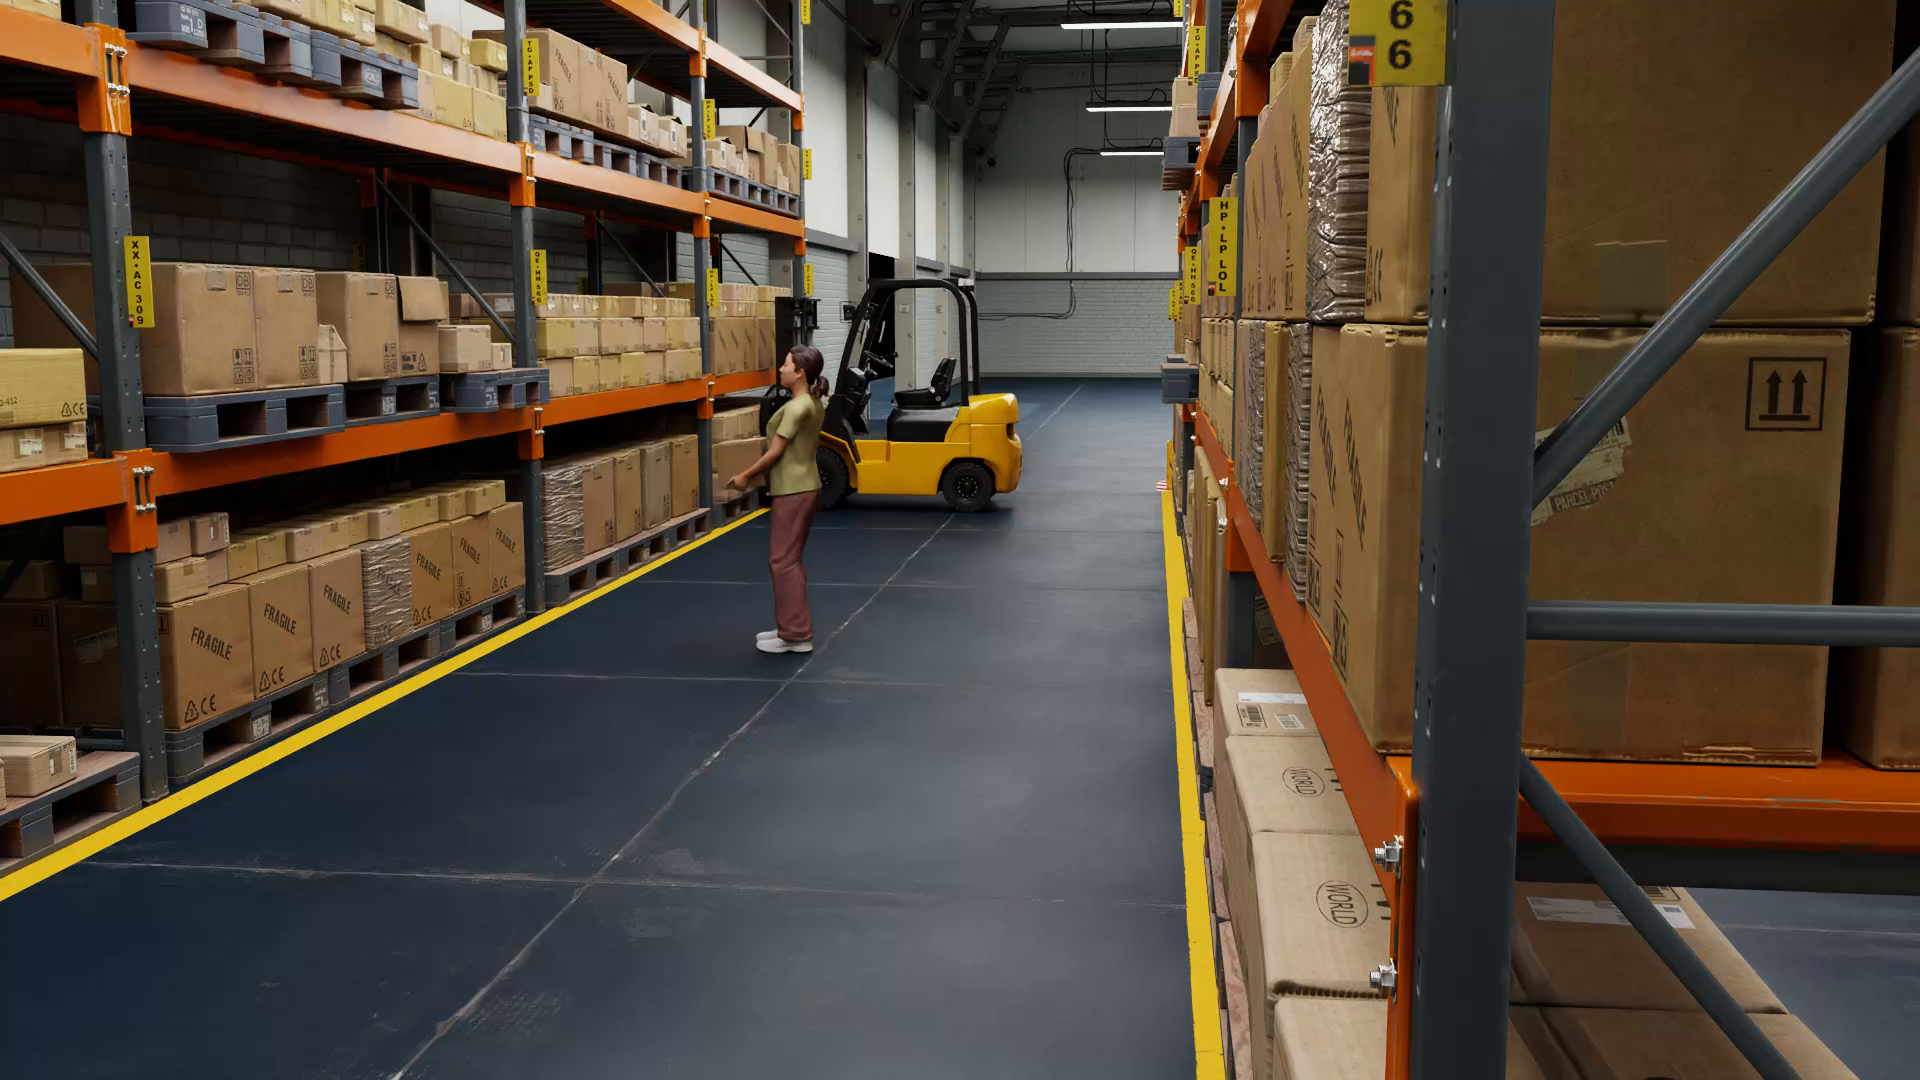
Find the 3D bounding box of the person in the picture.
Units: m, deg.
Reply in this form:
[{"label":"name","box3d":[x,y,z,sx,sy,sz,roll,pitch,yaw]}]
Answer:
[{"label":"person","box3d":[-0.966,-0.228,9.040,0.554,1.662,0.426,1,8,7]}]
